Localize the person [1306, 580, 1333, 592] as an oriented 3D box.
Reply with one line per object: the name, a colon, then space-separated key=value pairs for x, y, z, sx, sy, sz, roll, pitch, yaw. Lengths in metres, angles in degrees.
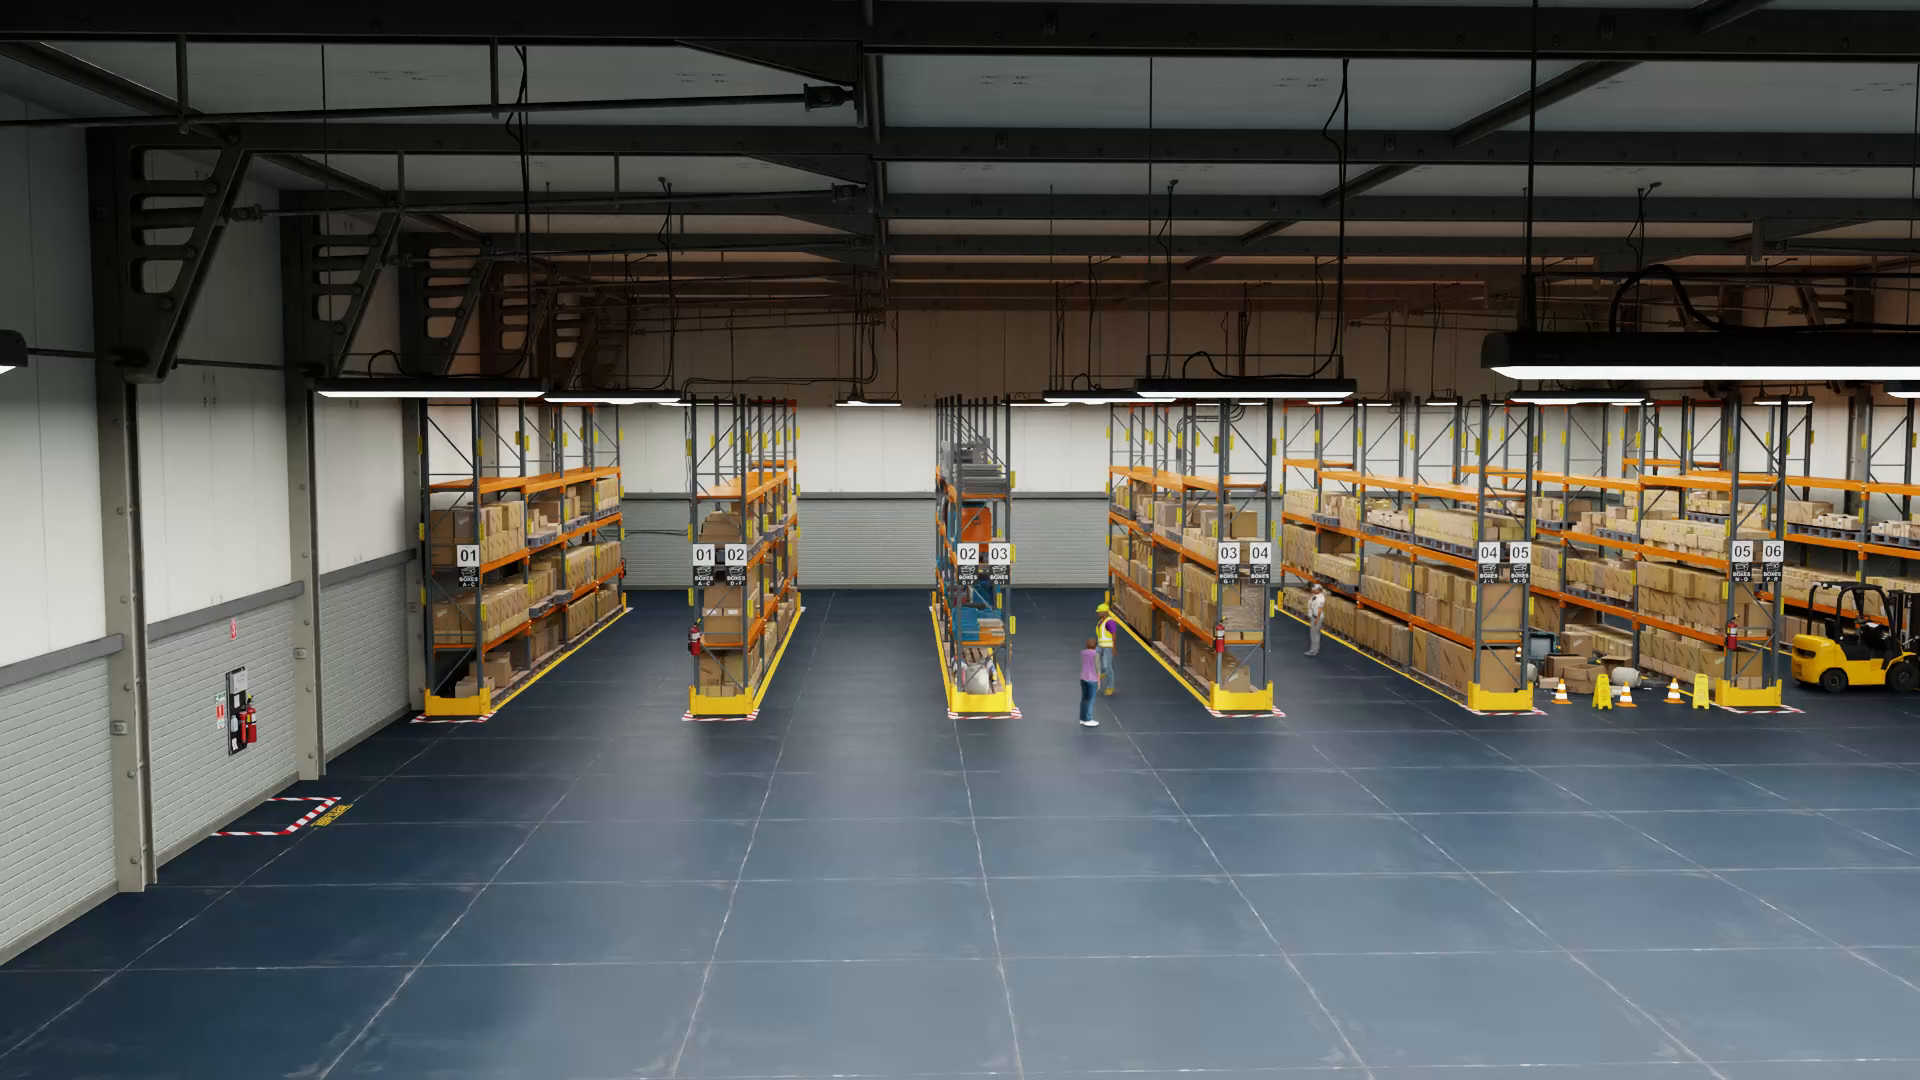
person: x=10.644 y=0.975 z=49.308 sx=1.072 sy=1.732 sz=0.635 roll=-1 pitch=5 yaw=-7

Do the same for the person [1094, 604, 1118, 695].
person: x=2.874 y=2.202 z=33.610 sx=0.533 sy=1.803 sz=0.650 roll=-2 pitch=5 yaw=-19

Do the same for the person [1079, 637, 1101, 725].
person: x=2.362 y=2.558 z=30.080 sx=0.483 sy=1.608 sz=0.329 roll=4 pitch=6 yaw=44

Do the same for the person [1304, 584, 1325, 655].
person: x=8.257 y=1.854 z=38.734 sx=0.444 sy=1.666 sz=0.555 roll=1 pitch=5 yaw=8
